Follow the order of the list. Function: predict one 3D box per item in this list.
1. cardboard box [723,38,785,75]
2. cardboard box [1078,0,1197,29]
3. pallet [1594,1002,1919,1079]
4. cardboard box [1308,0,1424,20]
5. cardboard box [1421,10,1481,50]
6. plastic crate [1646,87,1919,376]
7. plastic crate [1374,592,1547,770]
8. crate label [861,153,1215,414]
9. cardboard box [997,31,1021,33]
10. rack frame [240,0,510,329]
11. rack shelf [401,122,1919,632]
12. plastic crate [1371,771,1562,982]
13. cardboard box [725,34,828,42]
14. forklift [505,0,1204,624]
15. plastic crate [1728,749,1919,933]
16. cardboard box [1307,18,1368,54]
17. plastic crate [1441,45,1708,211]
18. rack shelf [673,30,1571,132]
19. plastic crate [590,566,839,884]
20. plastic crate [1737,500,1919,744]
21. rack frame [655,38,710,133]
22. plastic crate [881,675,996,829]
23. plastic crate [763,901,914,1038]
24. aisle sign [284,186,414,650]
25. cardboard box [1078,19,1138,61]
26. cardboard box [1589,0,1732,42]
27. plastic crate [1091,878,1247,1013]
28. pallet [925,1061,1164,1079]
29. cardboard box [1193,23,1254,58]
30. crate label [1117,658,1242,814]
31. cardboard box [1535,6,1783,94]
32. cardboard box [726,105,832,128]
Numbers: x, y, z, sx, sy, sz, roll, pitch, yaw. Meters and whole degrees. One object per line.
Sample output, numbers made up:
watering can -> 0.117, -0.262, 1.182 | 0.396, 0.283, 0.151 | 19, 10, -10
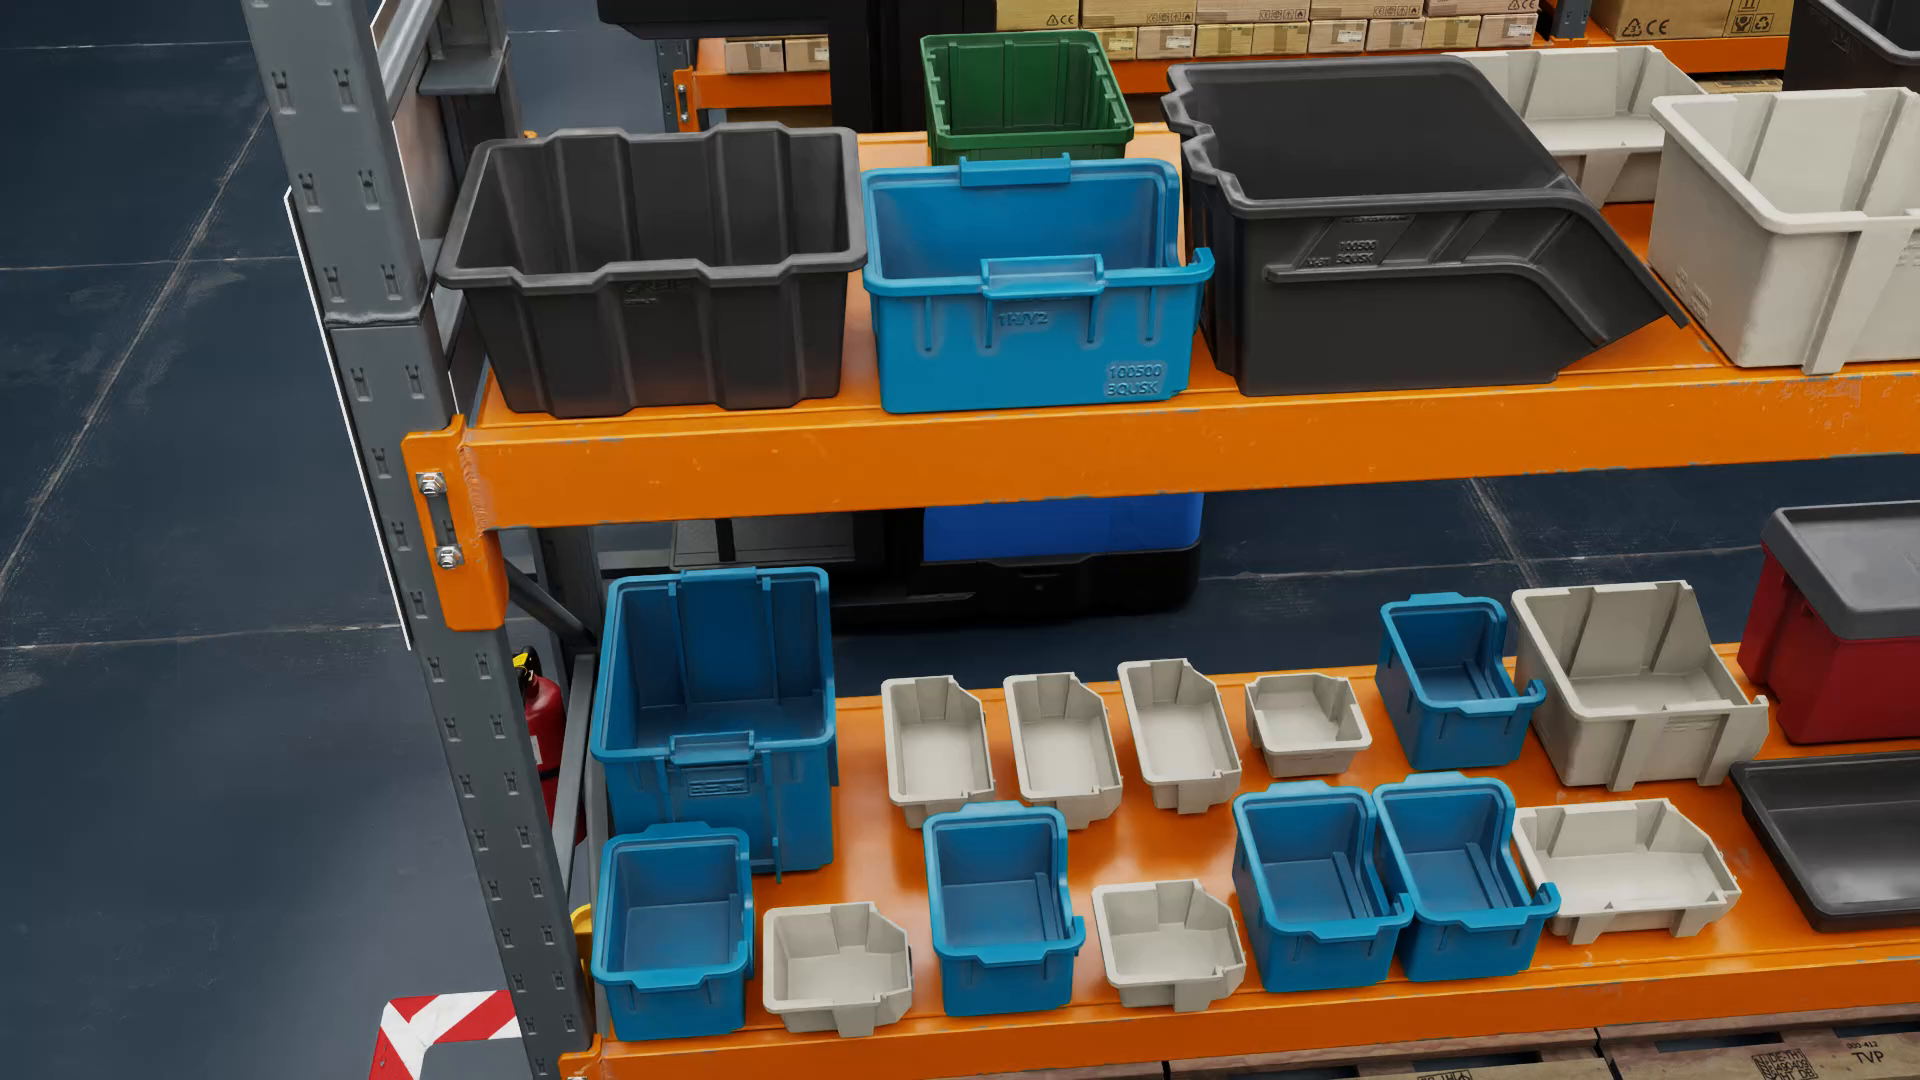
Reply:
cardboard box -> -0.903, -2.195, 7.313 | 0.250, 0.149, 0.380 | -3, 38, -3
cardboard box -> 0.754, -2.485, 7.359 | 0.500, 0.250, 0.500 | -4, 38, -5
pallet -> 2.409, 1.518, 4.656 | 1.213, 0.211, 1.003 | -3, 38, -4
cardboard box -> 1.767, -2.539, 7.427 | 0.500, 0.250, 0.500 | -2, 38, -3
cardboard box -> 2.167, -2.366, 7.529 | 0.250, 0.149, 0.380 | -2, 38, -3
plastic crate -> 1.388, -0.484, 2.616 | 0.530, 0.282, 0.437 | -3, 38, -4
plastic crate -> 1.176, 0.349, 3.972 | 0.300, 0.233, 0.416 | -3, 38, -4
crate label -> 0.101, -0.392, 2.524 | 0.502, 0.251, 0.408 | -3, 38, -4
cardboard box -> 0.121, -2.253, 7.386 | 0.250, 0.149, 0.380 | -4, 38, -5
rack frame -> -0.847, -1.777, 1.737 | 0.127, 3.000, 1.000 | -3, 38, -4
rack shelf -> 1.145, -0.427, 3.029 | 4.000, 0.370, 1.077 | -3, 38, -4
plastic crate -> 1.039, 0.721, 3.501 | 0.300, 0.233, 0.416 | -3, 38, -4
cardboard box -> -0.783, -2.396, 7.245 | 0.500, 0.250, 0.500 | -4, 38, -5
forklift -> -0.628, -1.118, 5.801 | 3.031, 2.935, 1.130 | -3, 38, -4
plastic crate -> 2.046, 0.670, 3.653 | 0.590, 0.125, 0.437 | -3, 38, -4
cardboard box -> 1.656, -2.338, 7.494 | 0.250, 0.149, 0.380 | -2, 38, -3
plastic crate -> 1.189, -0.762, 3.086 | 0.530, 0.136, 0.437 | -3, 38, -4
rack shelf -> 0.707, -2.305, 7.831 | 4.000, 0.370, 1.077 | -3, 38, -4
plastic crate -> -0.530, 0.407, 3.736 | 0.499, 0.435, 0.616 | -3, 38, -4
plastic crate -> 2.226, 0.204, 3.970 | 0.583, 0.464, 0.402 | -3, 38, -4
rack frame -> -1.285, -2.478, 7.469 | 0.127, 3.000, 1.000 | -3, 38, -4
plastic crate -> -0.051, 0.502, 3.857 | 0.243, 0.136, 0.396 | -3, 38, -4
plastic crate -> -0.245, 0.881, 3.376 | 0.298, 0.136, 0.250 | -3, 38, -4
aisle sign -> -0.892, -0.255, 2.553 | 0.004, 0.787, 0.394 | -3, 38, -4
cardboard box -> 0.629, -2.280, 7.421 | 0.250, 0.149, 0.380 | -4, 38, -5
cardboard box -> 3.179, -2.608, 7.552 | 0.500, 0.500, 0.500 | -3, 38, -4
plastic crate -> 0.431, 0.844, 3.423 | 0.298, 0.136, 0.250 | -3, 38, -4
pallet -> -0.022, 1.651, 4.487 | 1.213, 0.211, 1.003 | -3, 38, -4
cardboard box -> 1.144, -2.309, 7.458 | 0.250, 0.149, 0.380 | -4, 38, -5
crate label -> 0.515, 0.464, 3.904 | 0.243, 0.136, 0.396 | -3, 38, -4
cardboard box -> 3.334, -2.076, 8.335 | 0.875, 0.875, 1.225 | -3, 38, -4
cardboard box -> -0.655, -1.893, 8.104 | 0.875, 0.875, 0.875 | -3, 38, -4
